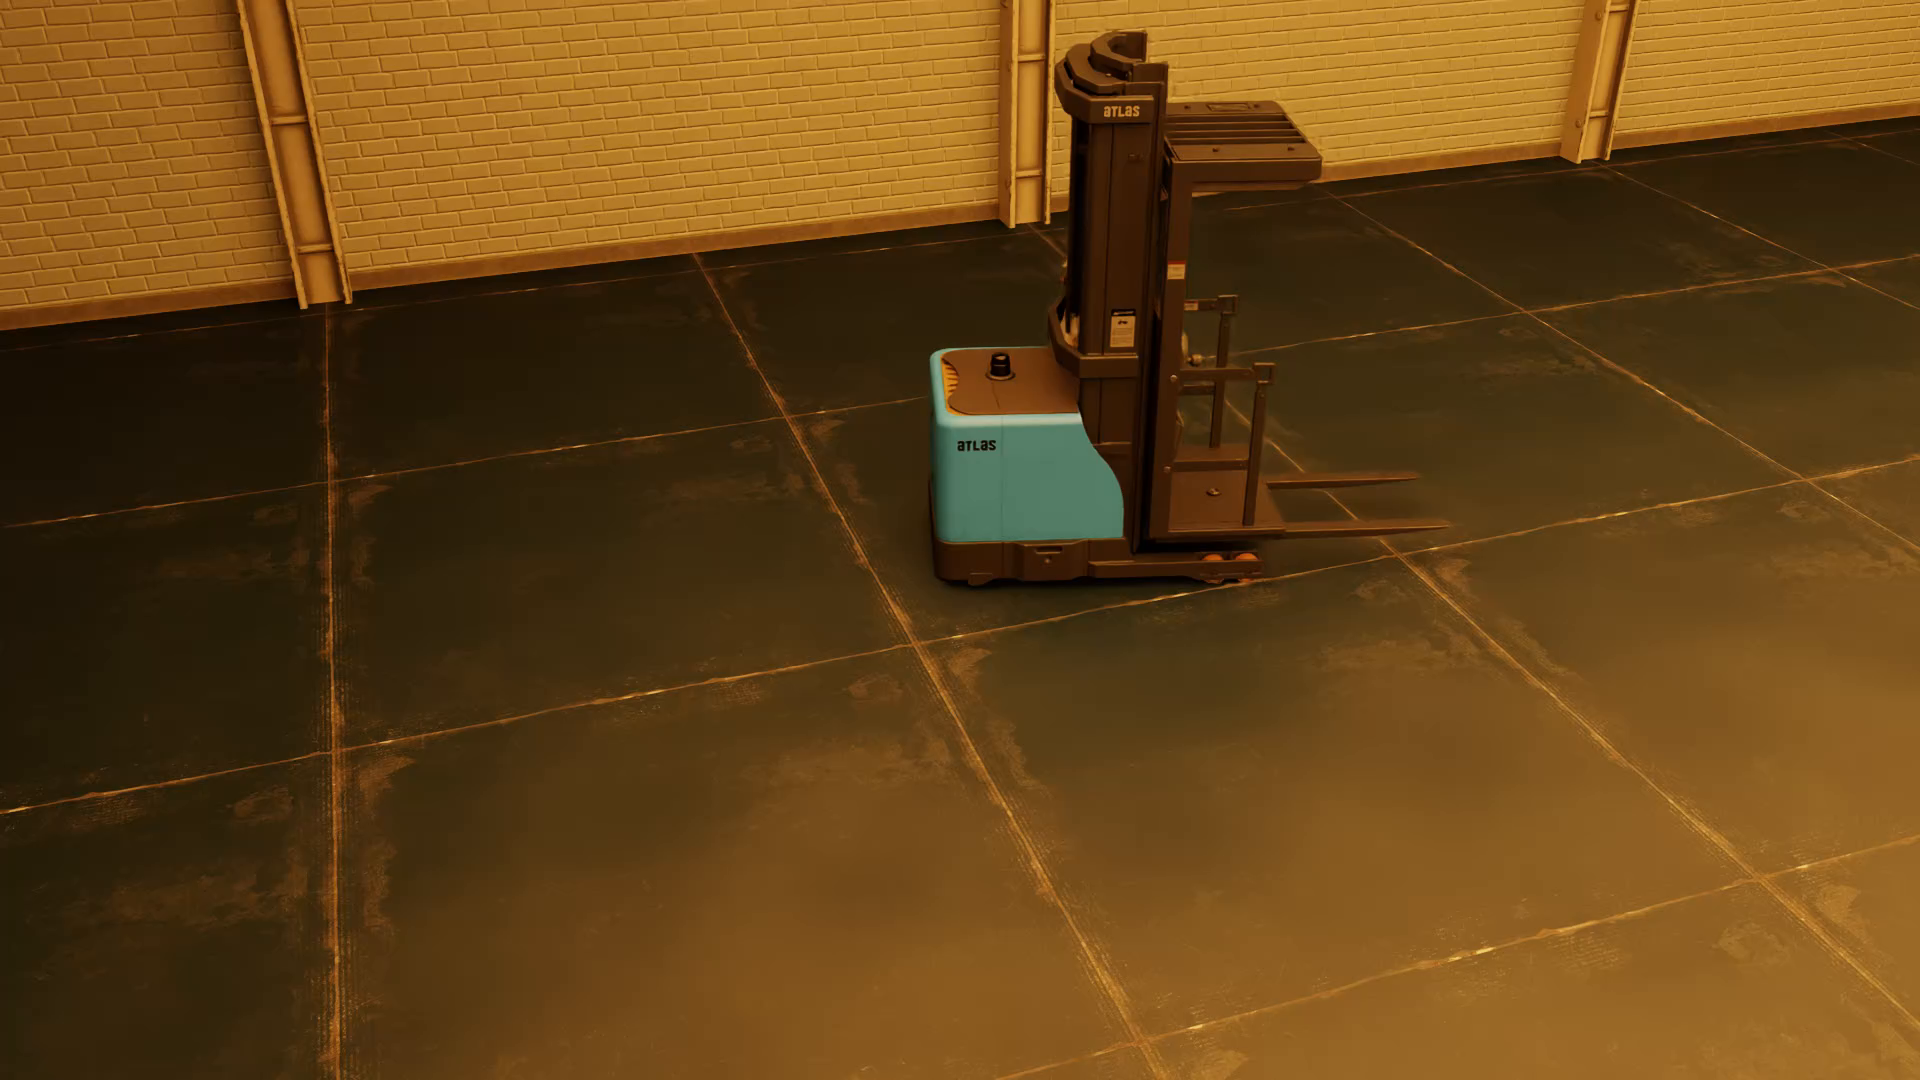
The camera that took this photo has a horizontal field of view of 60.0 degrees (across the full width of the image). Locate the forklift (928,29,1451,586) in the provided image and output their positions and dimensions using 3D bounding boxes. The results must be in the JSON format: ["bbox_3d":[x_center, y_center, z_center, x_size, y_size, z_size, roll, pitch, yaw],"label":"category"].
[{"bbox_3d":[1.343,-1.281,9.314,3.031,2.935,1.130,-2,30,-3],"label":"forklift"}]

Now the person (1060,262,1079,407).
[{"bbox_3d":[0.855,-0.918,9.969,0.678,1.546,0.703,14,33,23],"label":"person"}]
